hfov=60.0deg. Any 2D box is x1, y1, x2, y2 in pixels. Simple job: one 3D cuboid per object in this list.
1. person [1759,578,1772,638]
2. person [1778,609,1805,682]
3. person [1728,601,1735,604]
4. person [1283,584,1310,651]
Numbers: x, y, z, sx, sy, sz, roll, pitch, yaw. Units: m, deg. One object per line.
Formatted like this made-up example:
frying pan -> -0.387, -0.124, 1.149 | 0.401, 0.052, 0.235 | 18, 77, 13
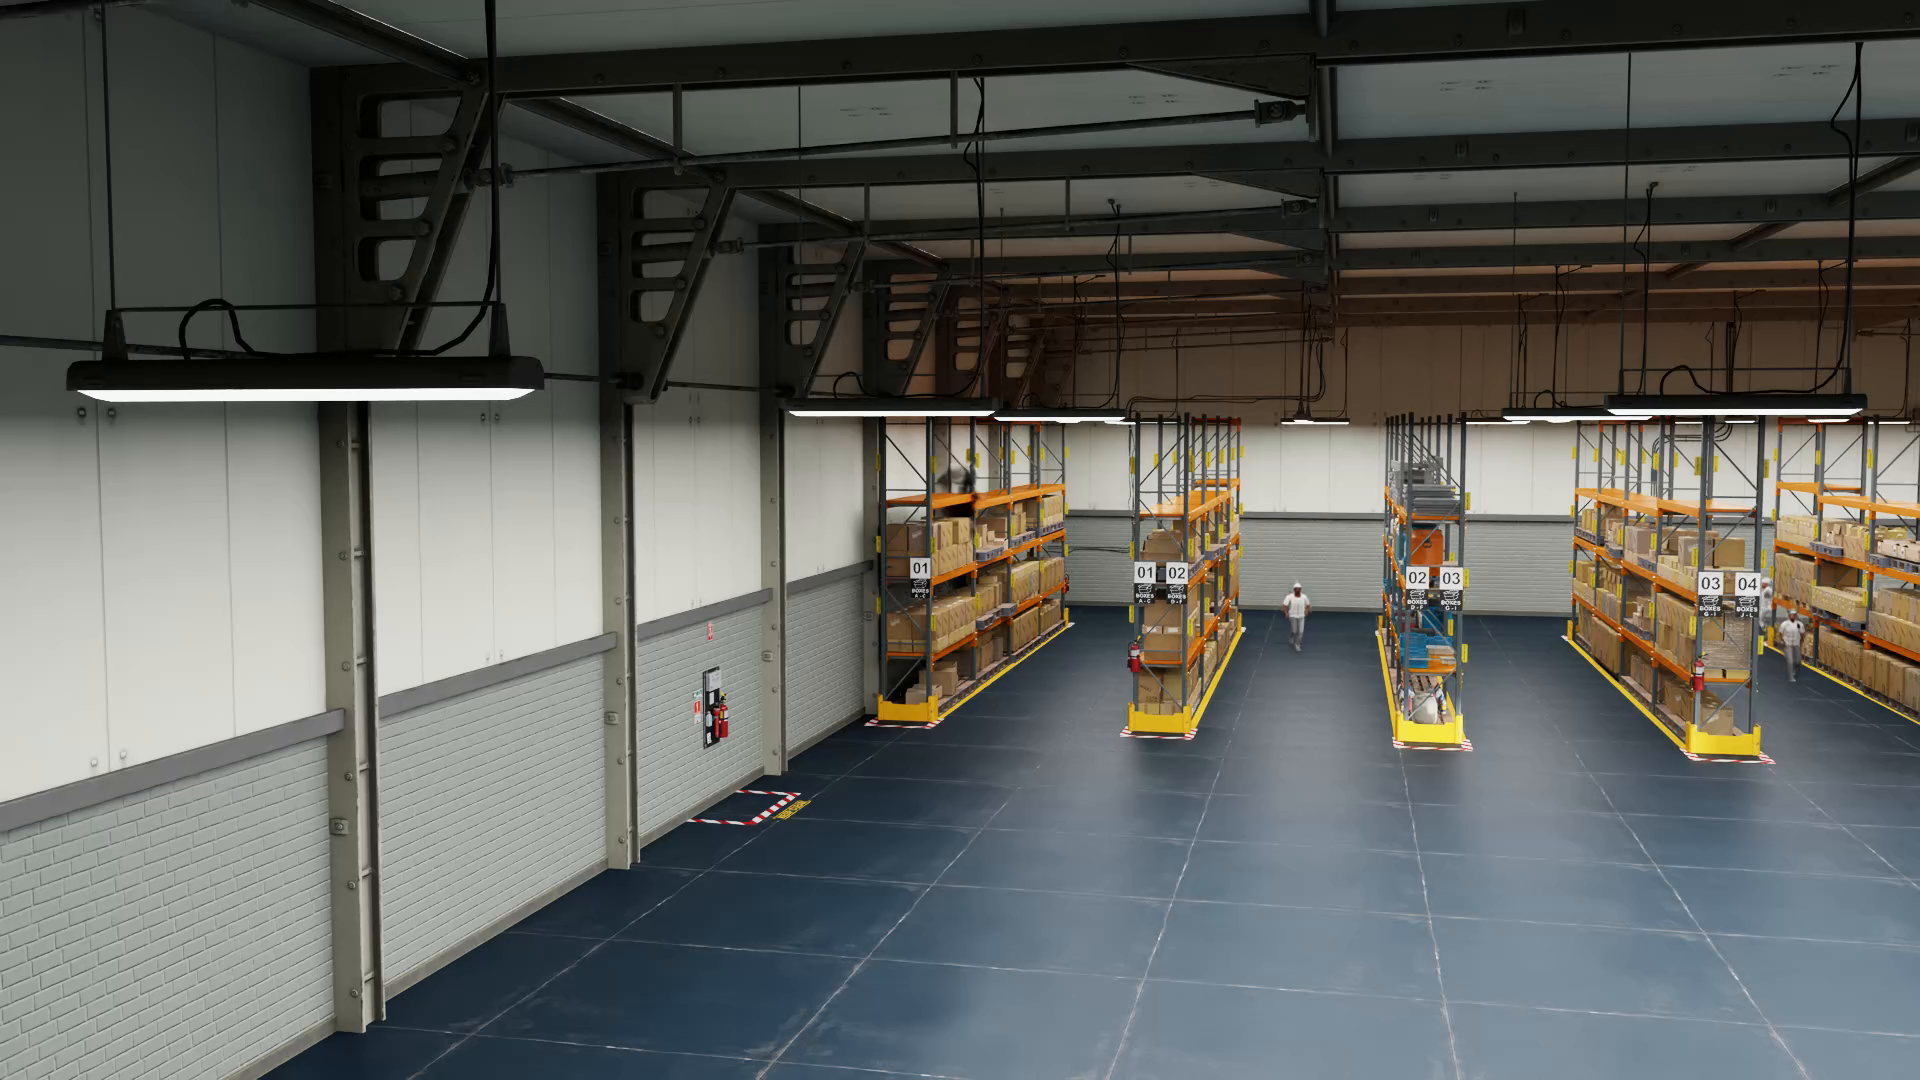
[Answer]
person -> 21.698, 1.845, 44.915 | 0.574, 1.685, 0.774 | 1, 4, 15
person -> 18.751, 2.359, 37.497 | 0.562, 1.655, 0.581 | 1, 4, 18
person -> 20.157, 1.897, 43.949 | 0.588, 1.716, 0.731 | -3, 5, -42
person -> 8.670, 1.974, 42.794 | 0.711, 1.722, 0.589 | 0, 4, -1
